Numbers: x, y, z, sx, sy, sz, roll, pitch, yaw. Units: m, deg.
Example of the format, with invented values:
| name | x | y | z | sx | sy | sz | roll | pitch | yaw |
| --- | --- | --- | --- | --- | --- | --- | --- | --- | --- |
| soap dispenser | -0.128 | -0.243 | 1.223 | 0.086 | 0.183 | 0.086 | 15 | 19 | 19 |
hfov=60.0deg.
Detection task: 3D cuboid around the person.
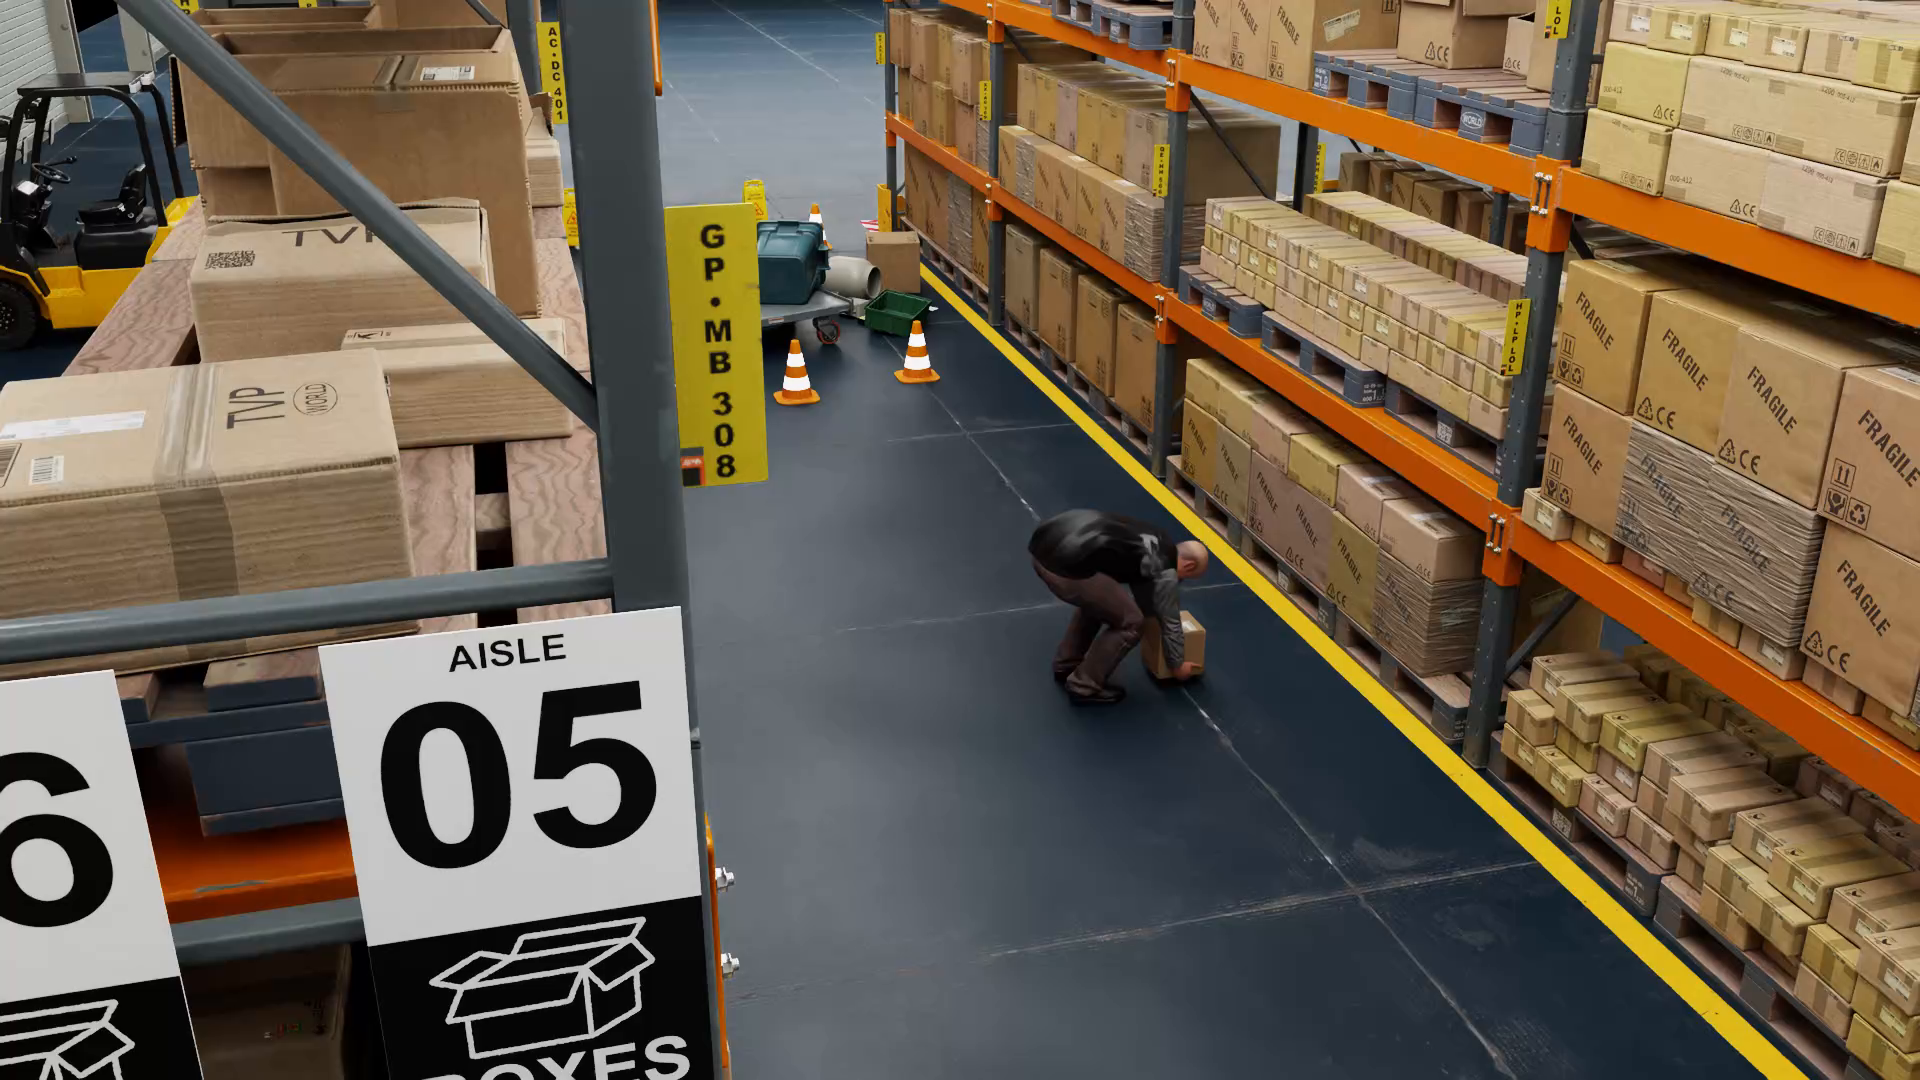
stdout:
| name | x | y | z | sx | sy | sz | roll | pitch | yaw |
| --- | --- | --- | --- | --- | --- | --- | --- | --- | --- |
| person | 0.812 | 0.289 | 8.402 | 0.944 | 0.974 | 0.512 | -7 | 24 | -17 |
